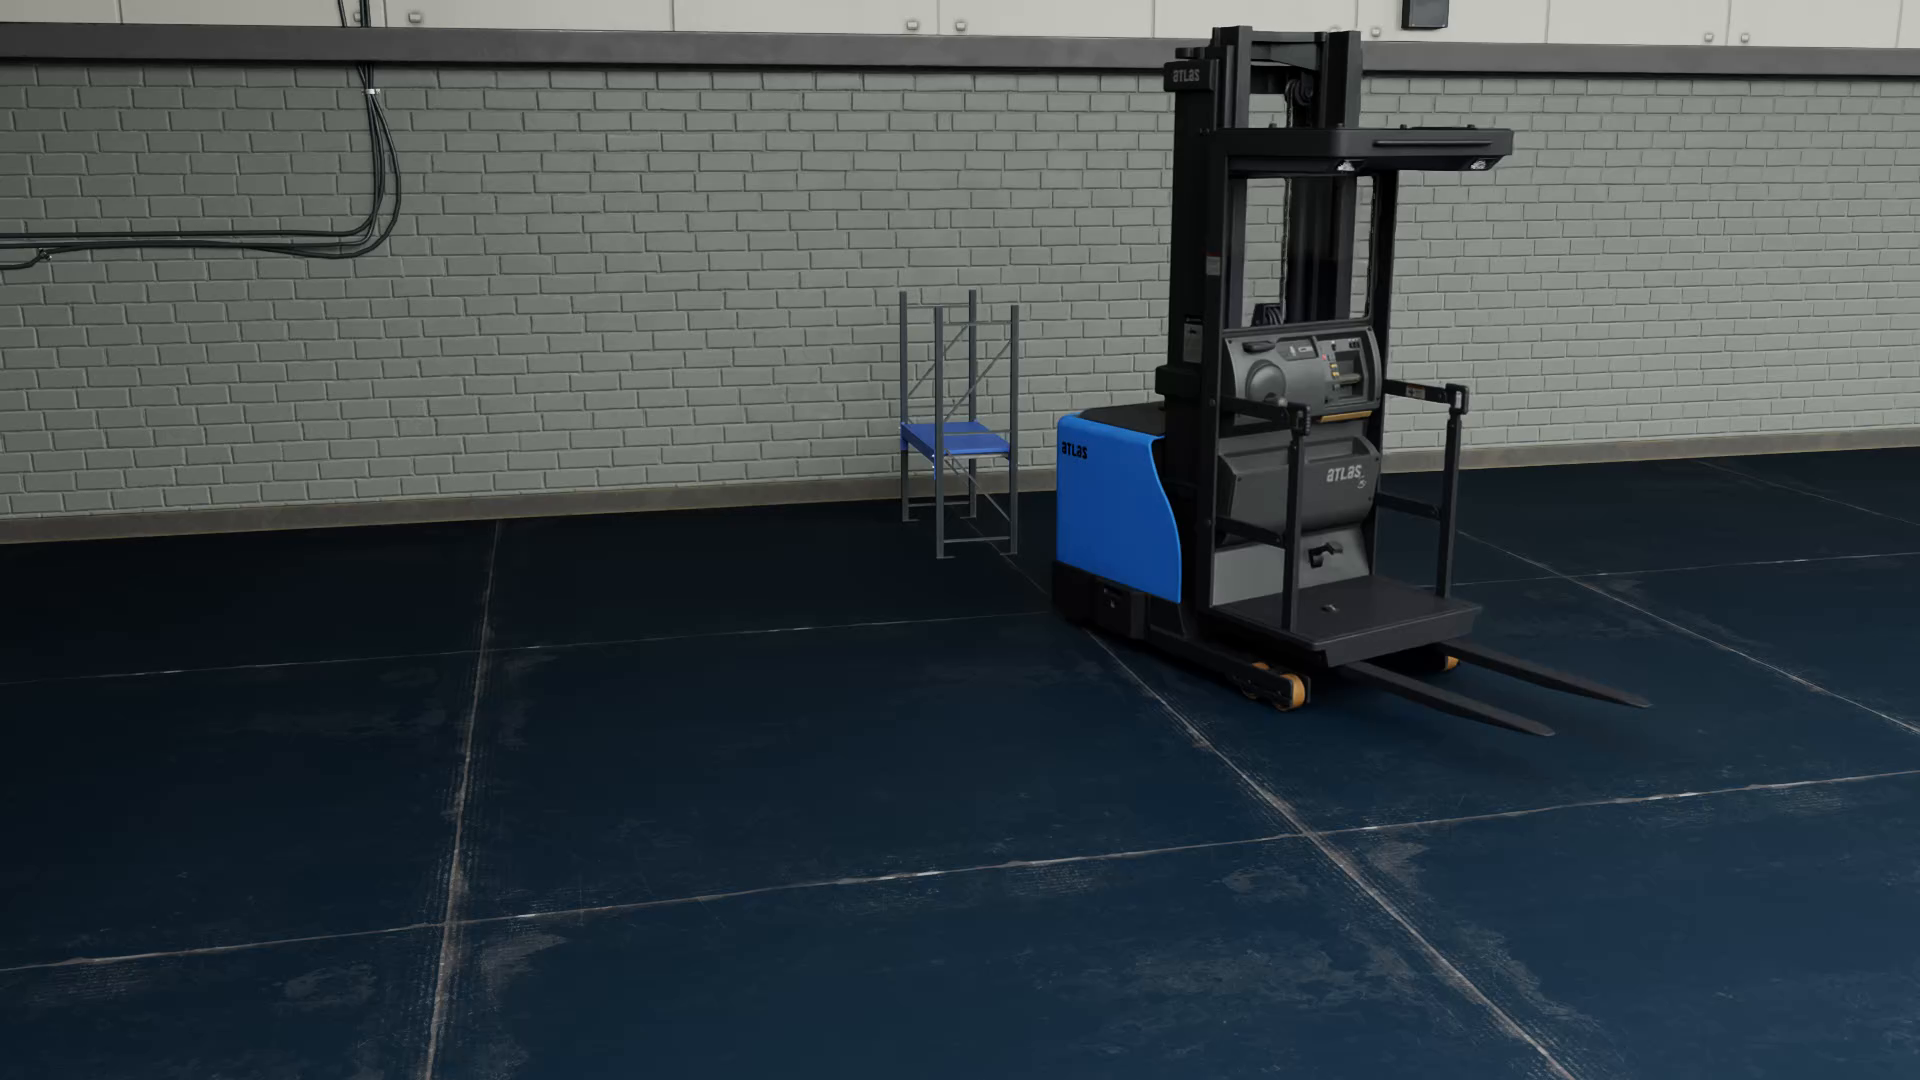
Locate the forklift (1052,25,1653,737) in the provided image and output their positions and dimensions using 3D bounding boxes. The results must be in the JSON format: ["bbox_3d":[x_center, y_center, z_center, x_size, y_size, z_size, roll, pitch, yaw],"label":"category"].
[{"bbox_3d":[1.709,-0.797,7.512,1.130,2.935,3.031,-9,16,-32],"label":"forklift"}]

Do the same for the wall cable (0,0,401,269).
[{"bbox_3d":[-4.987,-2.886,9.821,3.097,2.526,0.112,-3,14,-13],"label":"wall cable"}]

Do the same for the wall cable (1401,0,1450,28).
[{"bbox_3d":[4.245,-6.572,11.200,2.305,6.003,0.169,-3,14,-13],"label":"wall cable"}]

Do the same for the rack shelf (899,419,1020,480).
[{"bbox_3d":[-0.020,-0.574,10.372,0.538,0.185,1.000,-3,14,-13],"label":"rack shelf"}]

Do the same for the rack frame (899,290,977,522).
[{"bbox_3d":[-0.139,-0.866,10.810,0.500,1.500,0.032,-3,14,-13],"label":"rack frame"}]

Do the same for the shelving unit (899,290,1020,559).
[{"bbox_3d":[-0.020,-0.748,10.330,0.538,1.500,1.048,-3,14,-13],"label":"shelving unit"}]

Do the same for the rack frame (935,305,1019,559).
[{"bbox_3d":[0.099,-0.631,9.850,0.500,1.500,0.032,-3,14,-13],"label":"rack frame"}]
